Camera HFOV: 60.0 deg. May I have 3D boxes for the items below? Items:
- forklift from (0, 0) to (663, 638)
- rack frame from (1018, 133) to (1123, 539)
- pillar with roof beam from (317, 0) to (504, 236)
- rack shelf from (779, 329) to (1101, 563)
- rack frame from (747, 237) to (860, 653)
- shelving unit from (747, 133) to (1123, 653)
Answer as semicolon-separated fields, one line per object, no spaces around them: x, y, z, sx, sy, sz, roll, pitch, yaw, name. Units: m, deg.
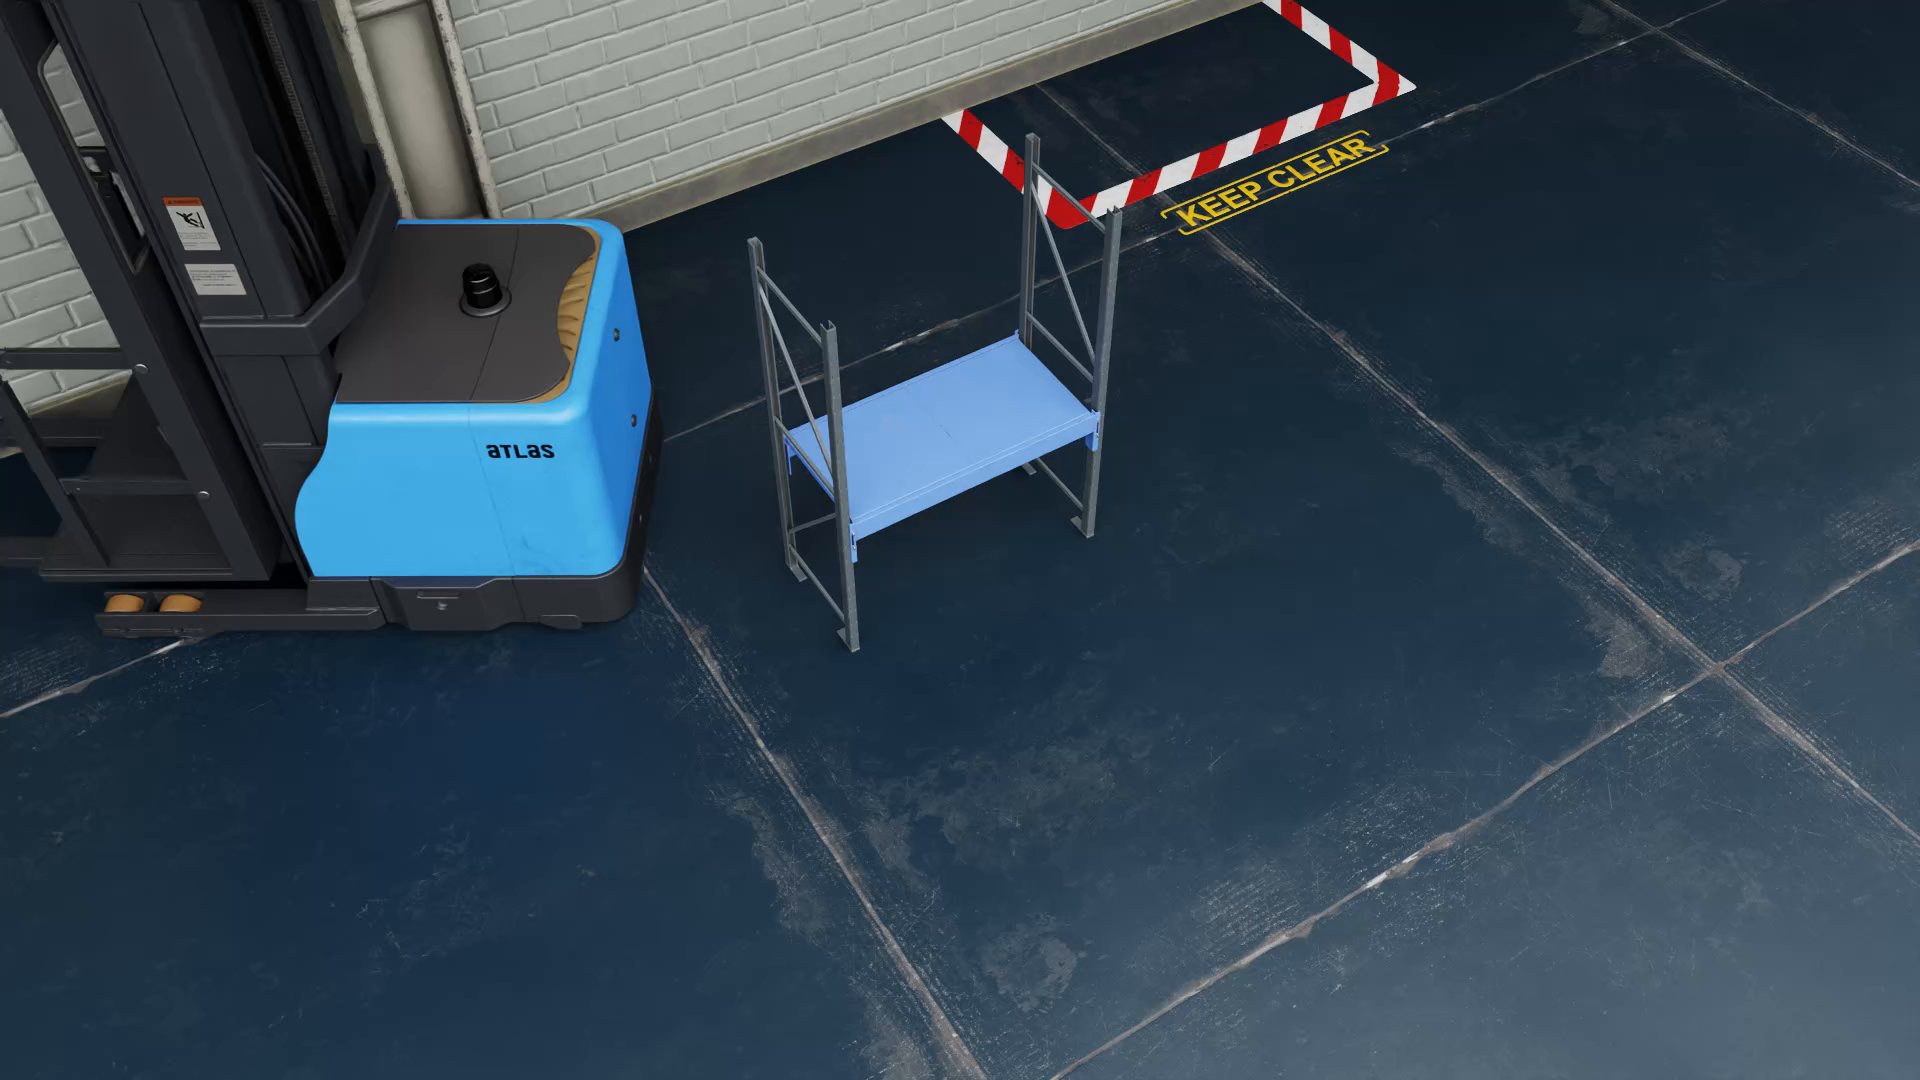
-2.677;-1.023;5.199;3.031;2.935;1.130;0;48;0;forklift
0.358;-0.667;5.840;0.032;1.500;0.500;-25;53;-21;rack frame
0.195;-1.274;1.359;0.400;9.000;9.100;-25;53;-21;pillar with roof beam
-0.072;-0.345;5.794;1.000;0.185;0.538;-25;53;-21;rack shelf
-0.502;-0.262;5.479;0.032;1.500;0.500;-25;53;-21;rack frame
-0.072;-0.465;5.660;1.048;1.500;0.538;-25;53;-21;shelving unit
